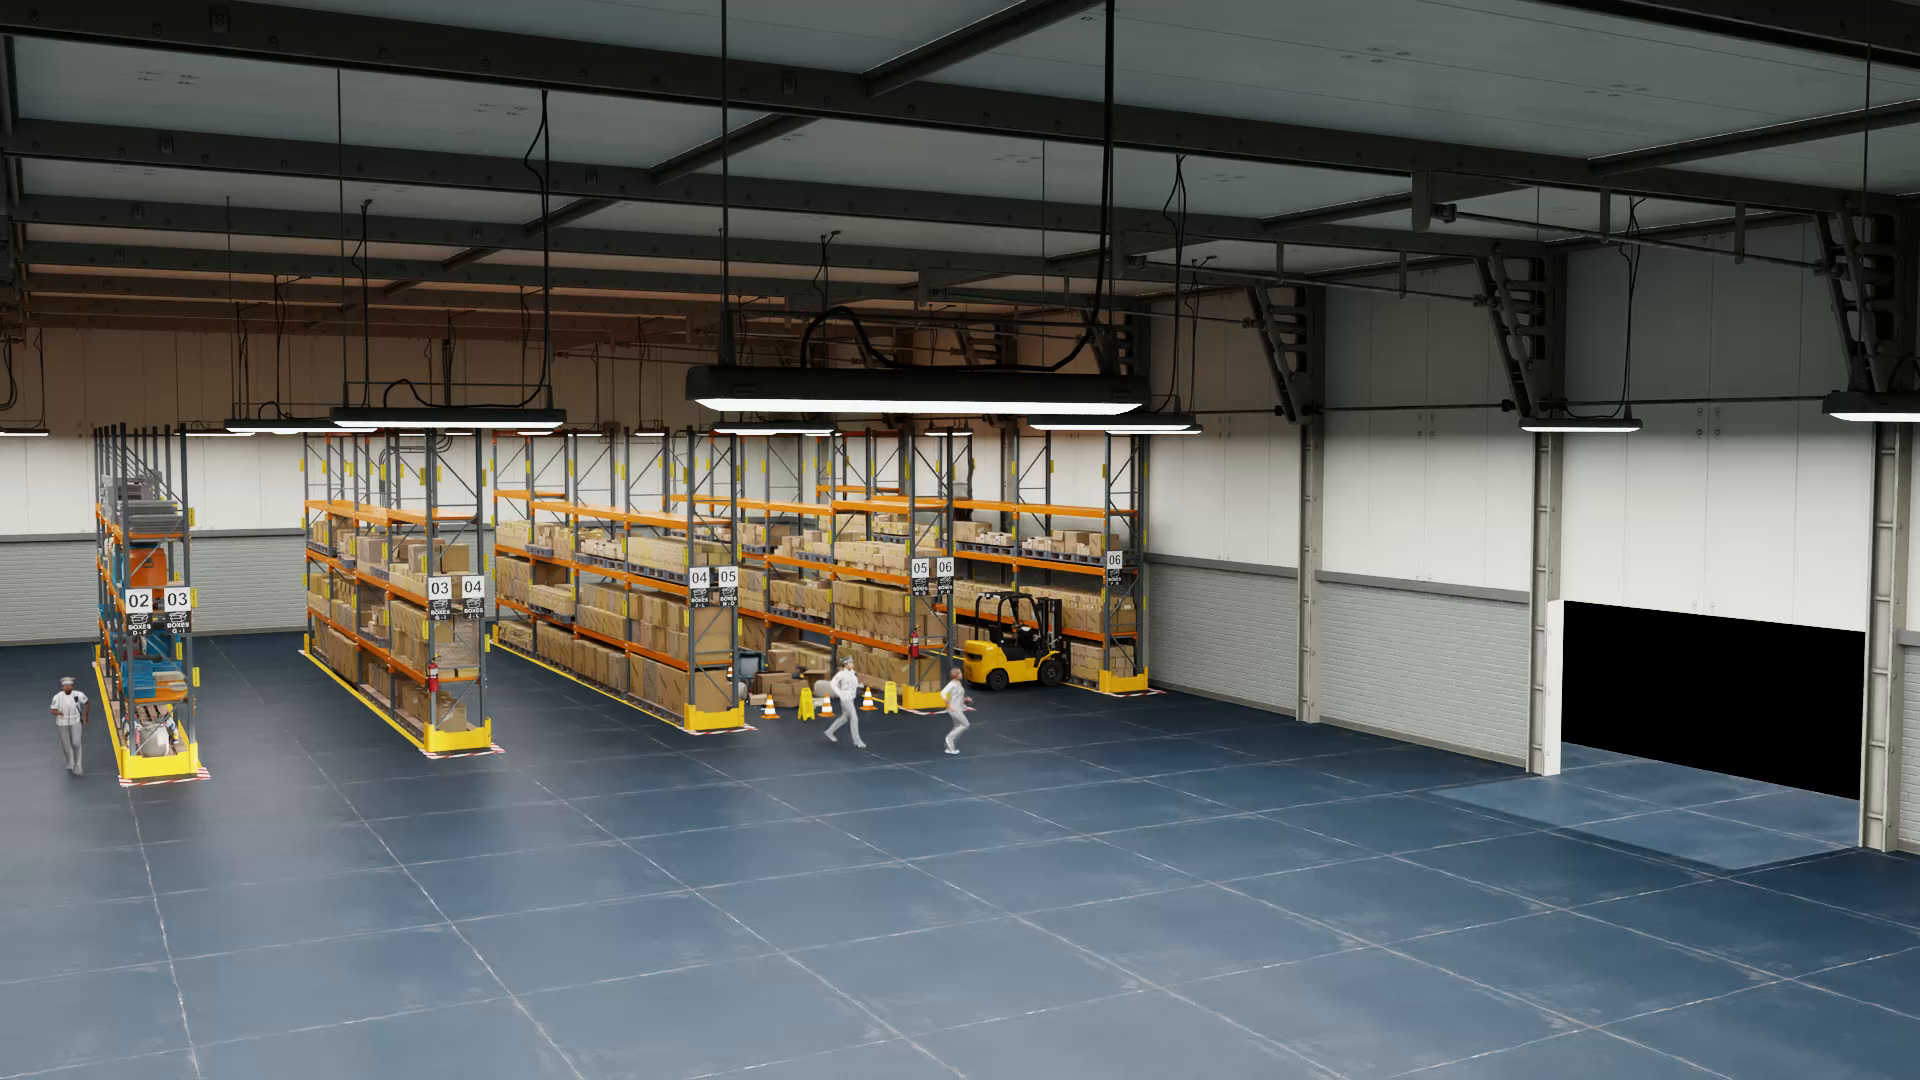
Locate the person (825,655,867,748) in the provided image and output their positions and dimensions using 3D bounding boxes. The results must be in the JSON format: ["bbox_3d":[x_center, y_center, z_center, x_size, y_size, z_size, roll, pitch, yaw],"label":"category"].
[{"bbox_3d":[-2.121,2.996,31.042,0.867,1.723,0.596,1,4,19],"label":"person"}]

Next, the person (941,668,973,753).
[{"bbox_3d":[-0.038,3.110,30.226,0.552,1.549,0.533,1,4,11],"label":"person"}]

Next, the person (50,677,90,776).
[{"bbox_3d":[-15.232,3.175,28.470,0.589,1.702,0.789,-1,4,-23],"label":"person"}]

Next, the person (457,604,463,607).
[{"bbox_3d":[-13.796,2.125,45.496,0.772,1.684,0.872,-1,4,-10],"label":"person"}]
